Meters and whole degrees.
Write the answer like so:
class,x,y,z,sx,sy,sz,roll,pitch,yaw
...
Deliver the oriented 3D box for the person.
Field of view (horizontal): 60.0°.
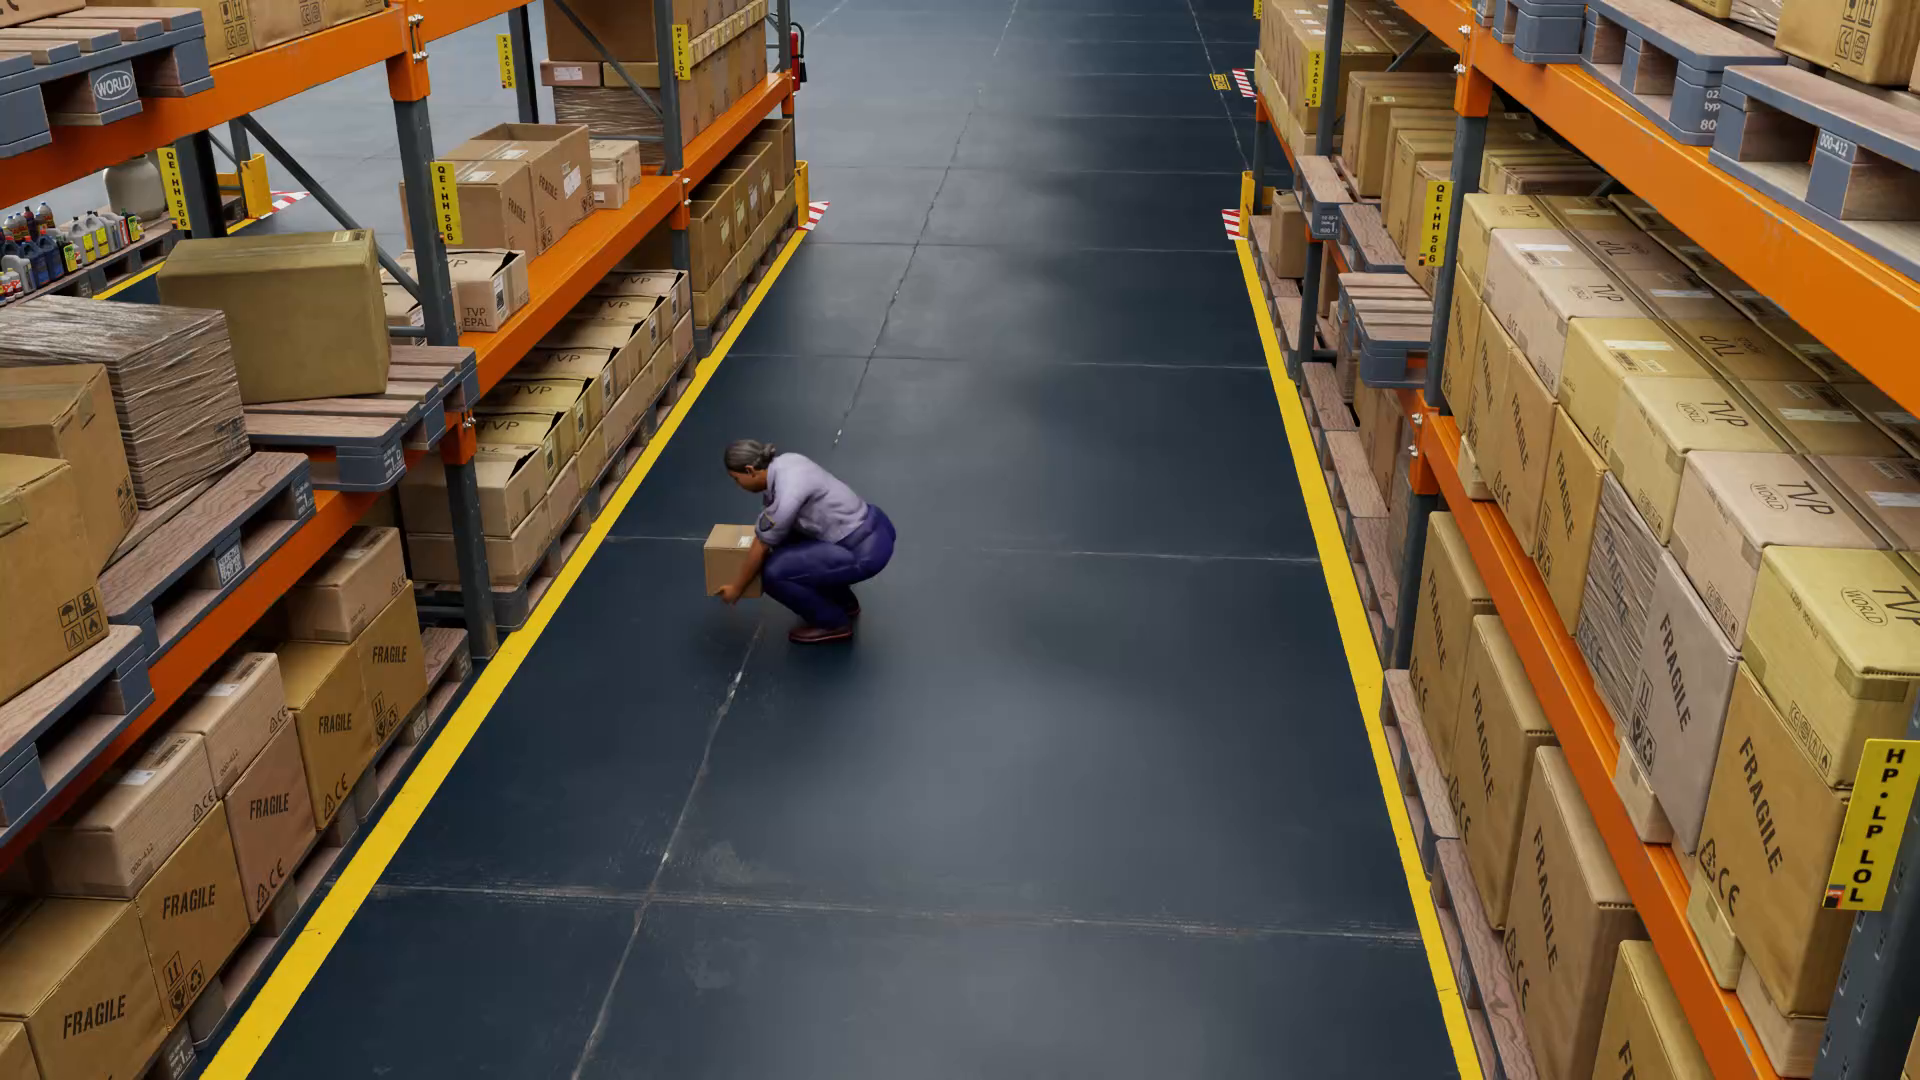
class,x,y,z,sx,sy,sz,roll,pitch,yaw
person,-0.701,-0.026,7.531,0.810,0.955,0.498,1,25,3
